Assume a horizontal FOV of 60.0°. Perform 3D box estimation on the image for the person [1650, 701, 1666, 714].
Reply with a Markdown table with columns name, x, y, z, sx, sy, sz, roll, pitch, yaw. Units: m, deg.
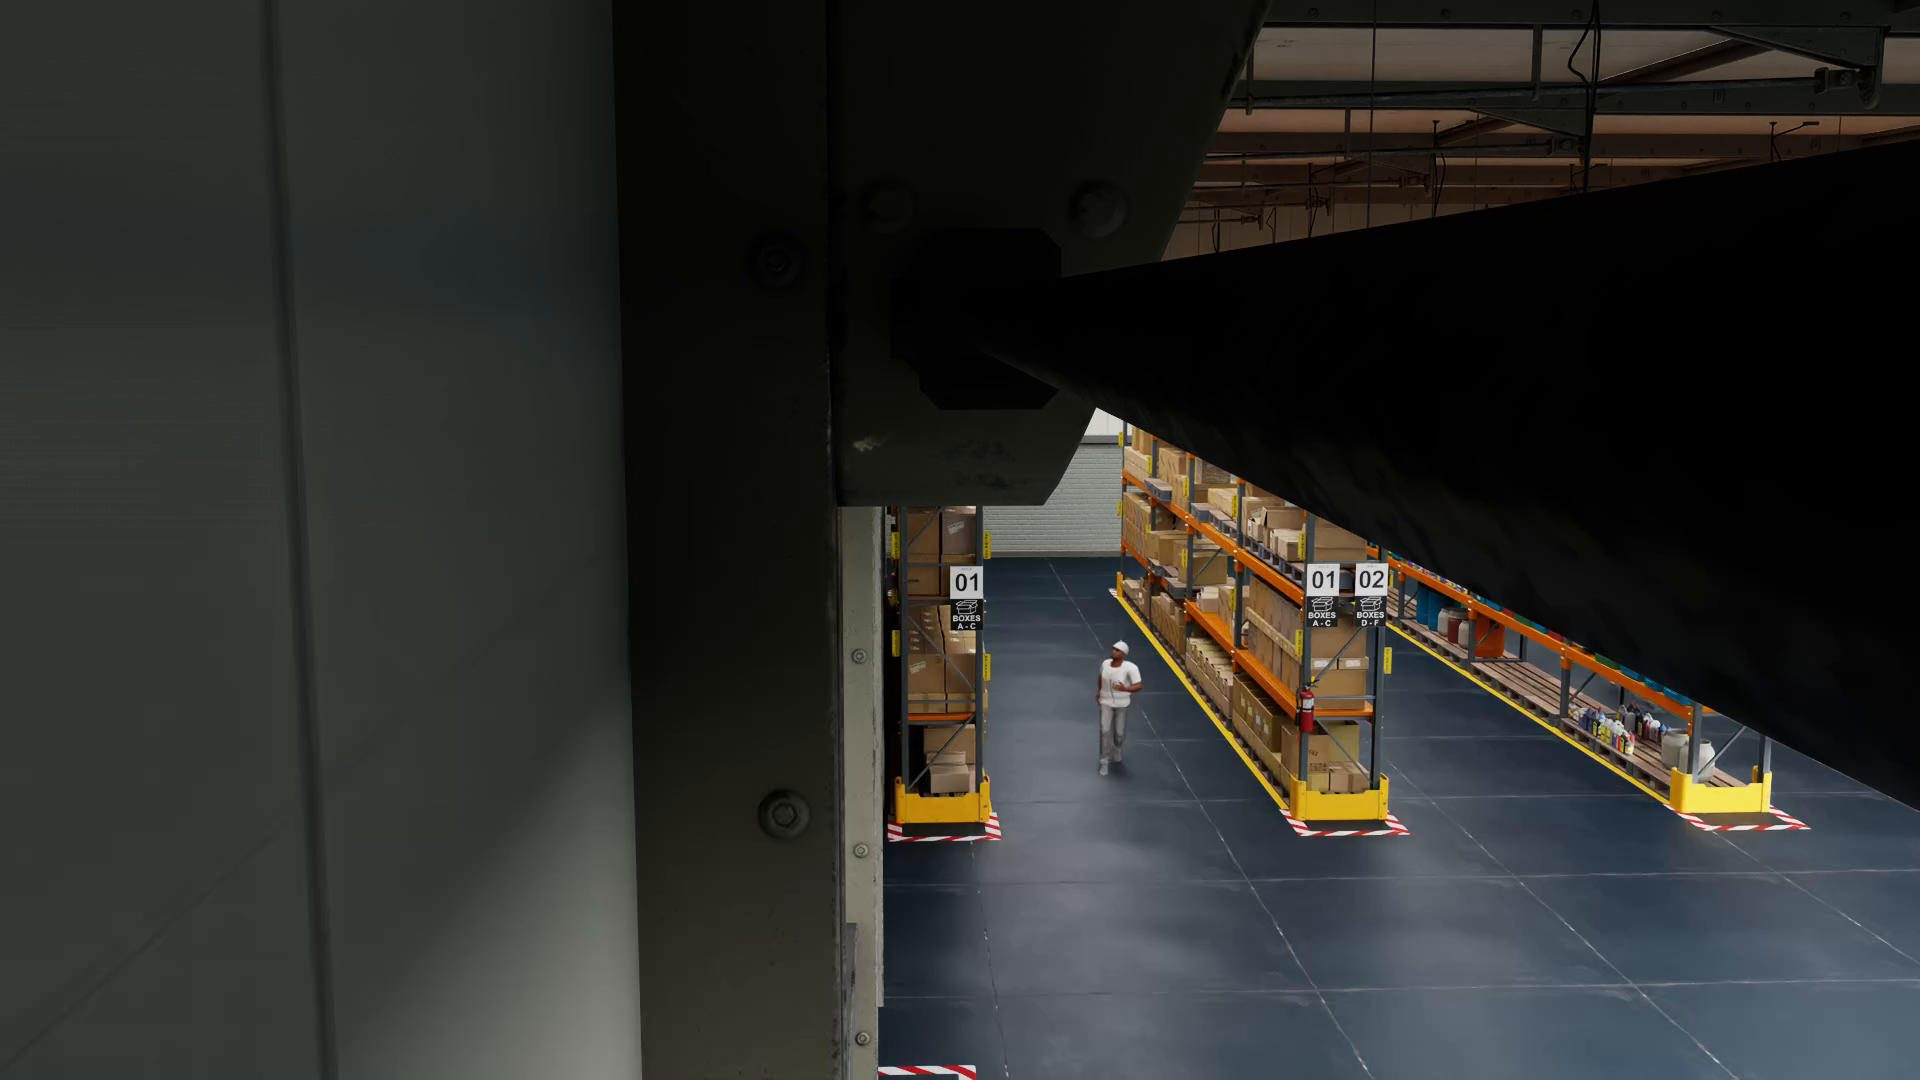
| name | x | y | z | sx | sy | sz | roll | pitch | yaw |
| --- | --- | --- | --- | --- | --- | --- | --- | --- | --- |
| person | 10.986 | 1.865 | 26.146 | 0.455 | 1.615 | 0.976 | 0 | 8 | -3 |

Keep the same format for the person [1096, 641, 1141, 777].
| name | x | y | z | sx | sy | sz | roll | pitch | yaw |
| --- | --- | --- | --- | --- | --- | --- | --- | --- | --- |
| person | 2.171 | 2.282 | 22.785 | 0.610 | 1.789 | 0.844 | 1 | 8 | 4 |
